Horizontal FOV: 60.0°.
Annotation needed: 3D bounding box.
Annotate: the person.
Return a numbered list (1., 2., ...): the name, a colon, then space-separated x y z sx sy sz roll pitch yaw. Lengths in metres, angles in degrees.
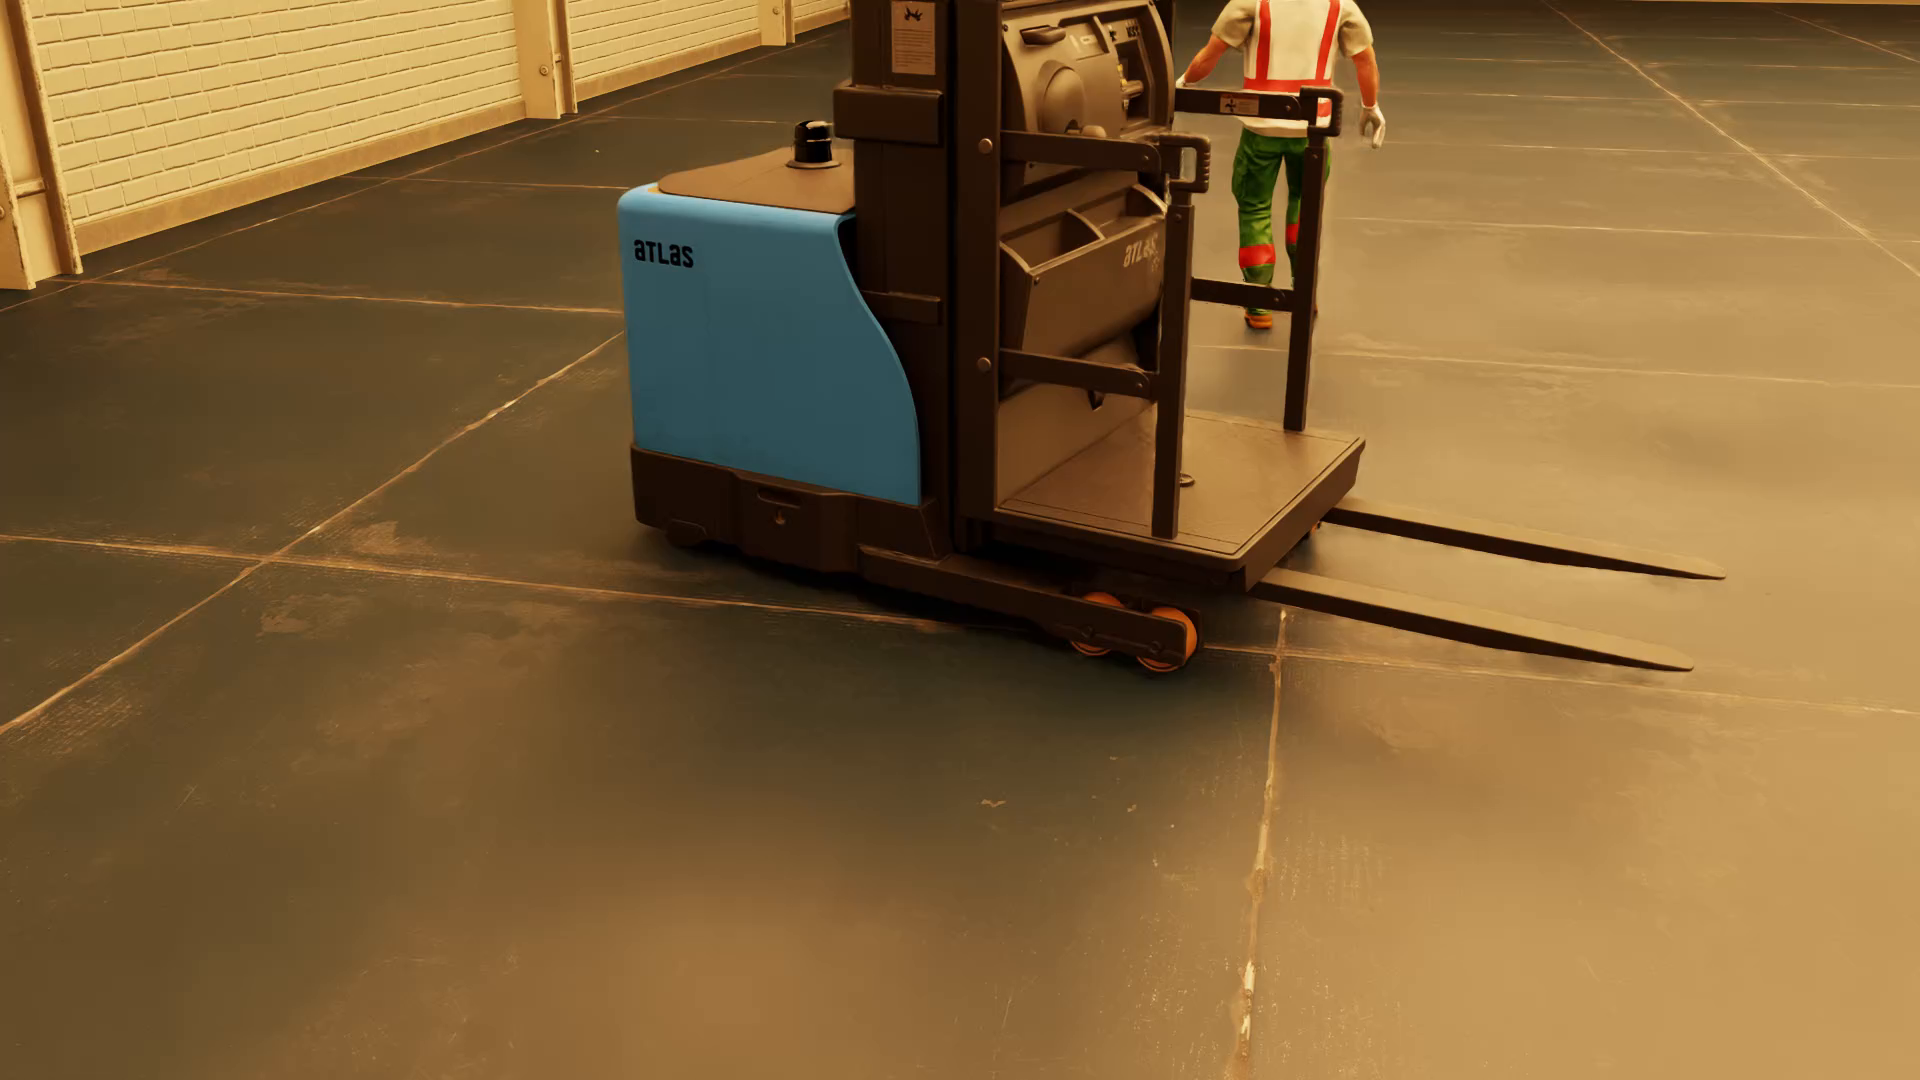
1. person: 1.403 -1.812 7.311 0.944 1.797 0.478 1 22 3

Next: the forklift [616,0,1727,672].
1. forklift: 0.531 -1.244 4.317 3.031 2.935 1.130 12 25 27
